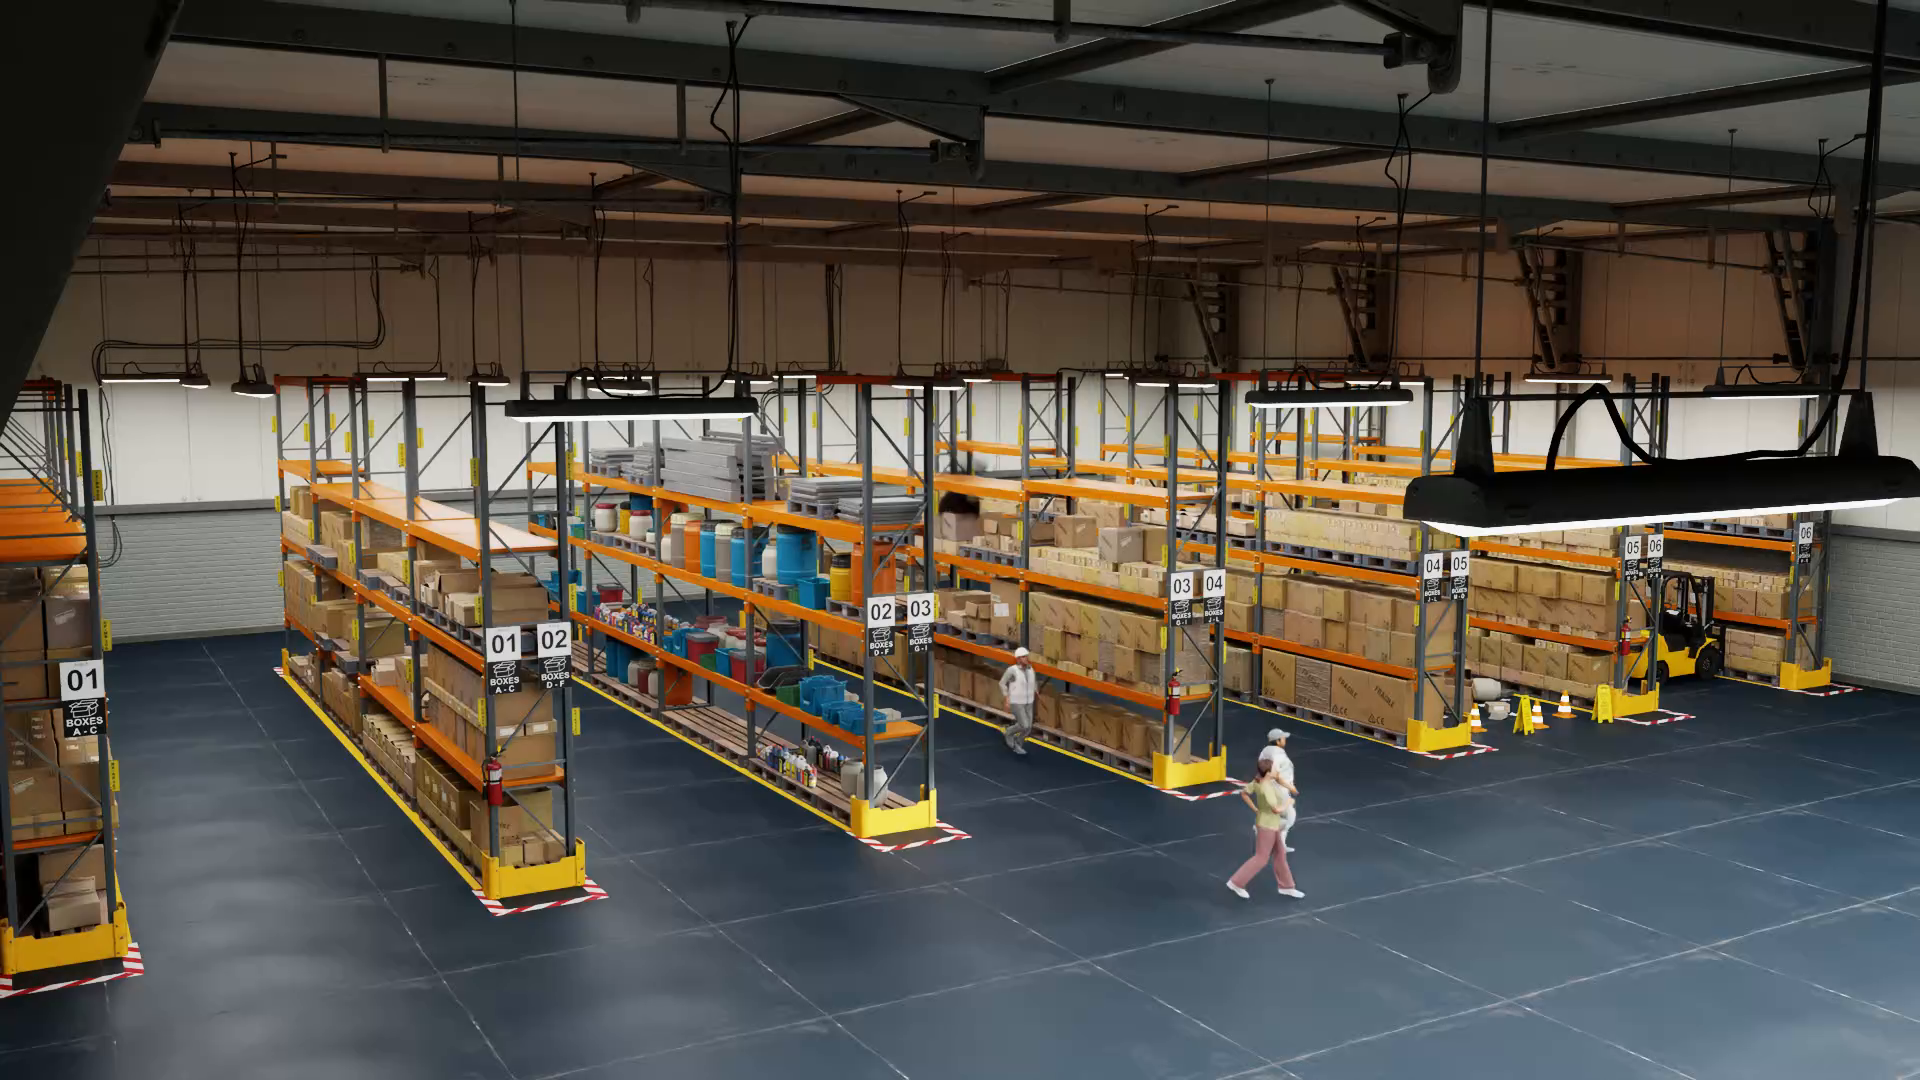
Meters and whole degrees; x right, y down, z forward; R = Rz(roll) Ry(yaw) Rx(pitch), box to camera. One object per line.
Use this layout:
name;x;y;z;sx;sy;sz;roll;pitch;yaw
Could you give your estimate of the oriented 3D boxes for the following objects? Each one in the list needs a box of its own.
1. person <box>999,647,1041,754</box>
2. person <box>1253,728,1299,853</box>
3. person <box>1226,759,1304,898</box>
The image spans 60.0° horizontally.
person;0.993;2.558;26.348;0.650;1.723;0.613;-4;8;-35
person;4.007;3.211;21.260;0.607;1.629;0.608;-1;6;-9
person;3.566;3.362;19.338;0.952;1.670;0.568;0;6;-3
